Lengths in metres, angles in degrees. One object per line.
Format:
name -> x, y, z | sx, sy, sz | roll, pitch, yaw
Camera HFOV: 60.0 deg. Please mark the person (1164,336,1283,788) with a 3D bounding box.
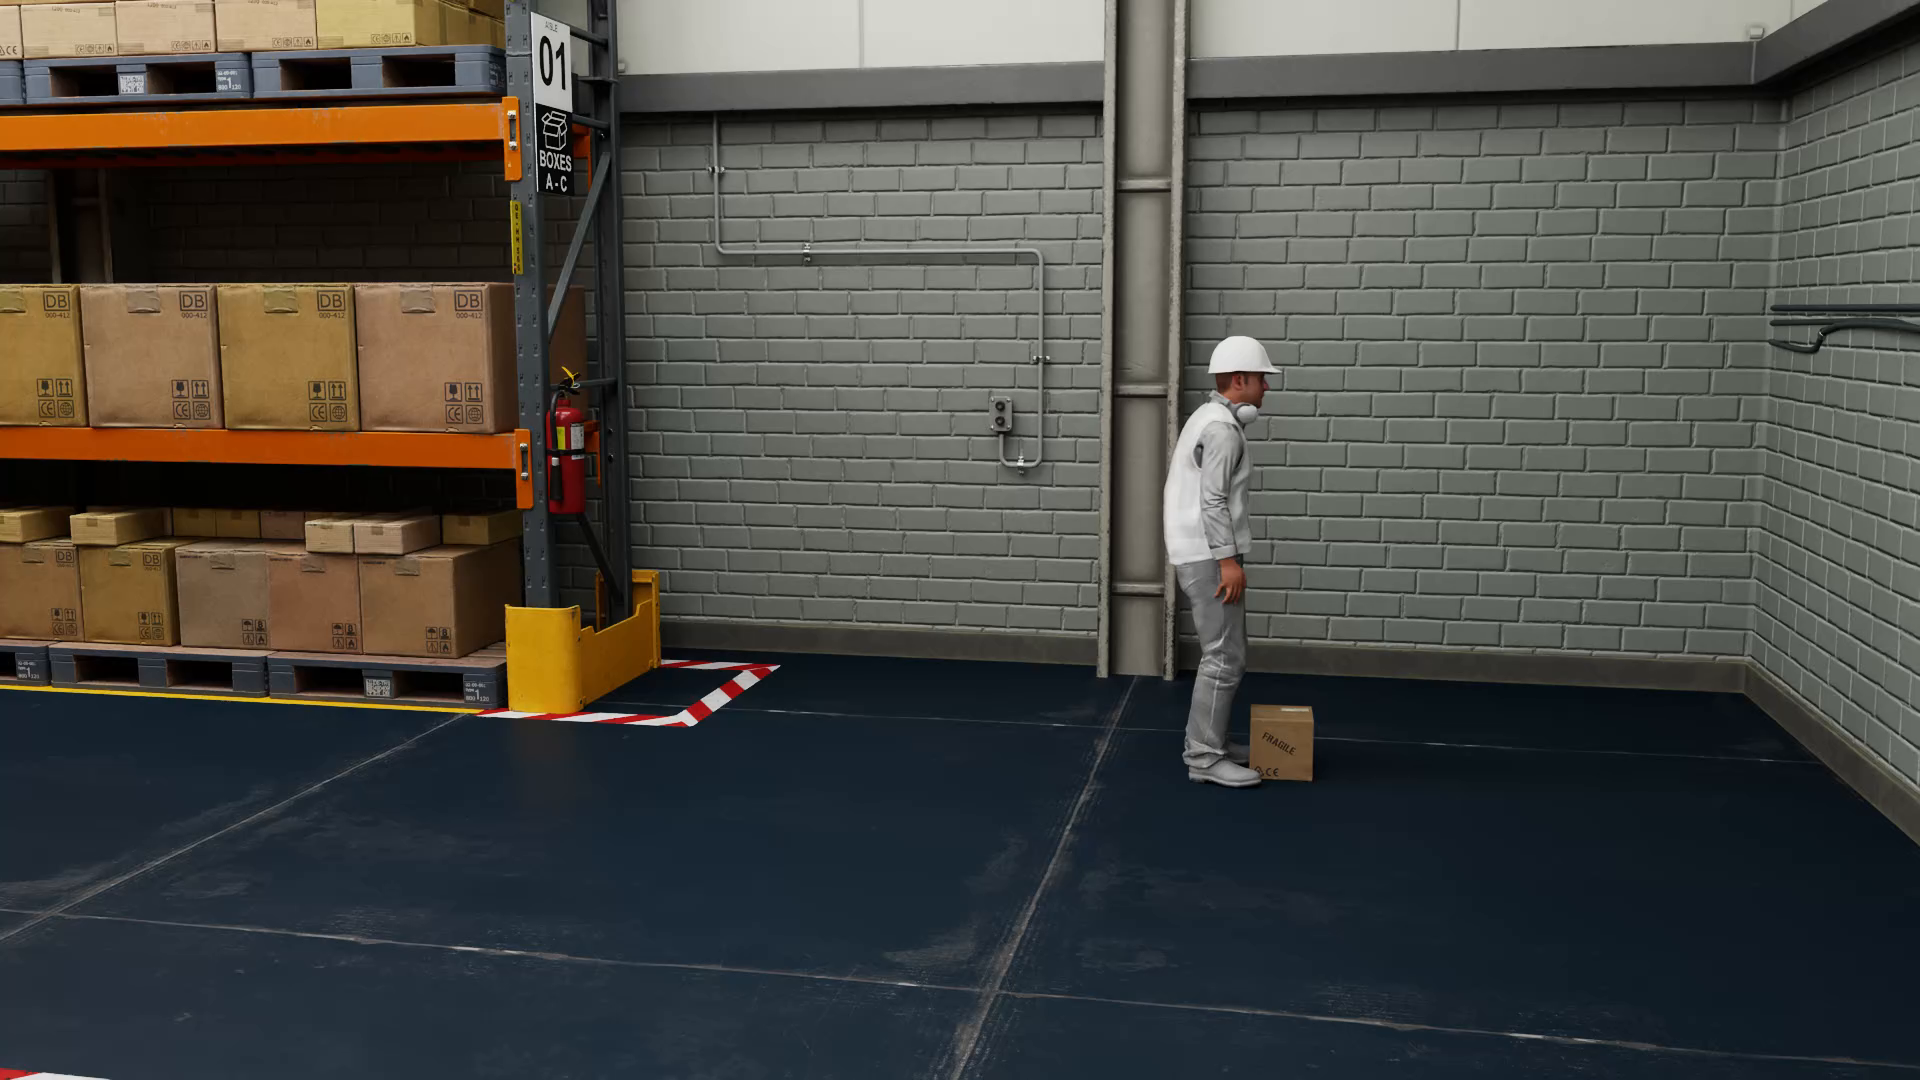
person -> 1.055, 0.066, 6.741 | 0.464, 1.771, 0.593 | 1, 8, 8
